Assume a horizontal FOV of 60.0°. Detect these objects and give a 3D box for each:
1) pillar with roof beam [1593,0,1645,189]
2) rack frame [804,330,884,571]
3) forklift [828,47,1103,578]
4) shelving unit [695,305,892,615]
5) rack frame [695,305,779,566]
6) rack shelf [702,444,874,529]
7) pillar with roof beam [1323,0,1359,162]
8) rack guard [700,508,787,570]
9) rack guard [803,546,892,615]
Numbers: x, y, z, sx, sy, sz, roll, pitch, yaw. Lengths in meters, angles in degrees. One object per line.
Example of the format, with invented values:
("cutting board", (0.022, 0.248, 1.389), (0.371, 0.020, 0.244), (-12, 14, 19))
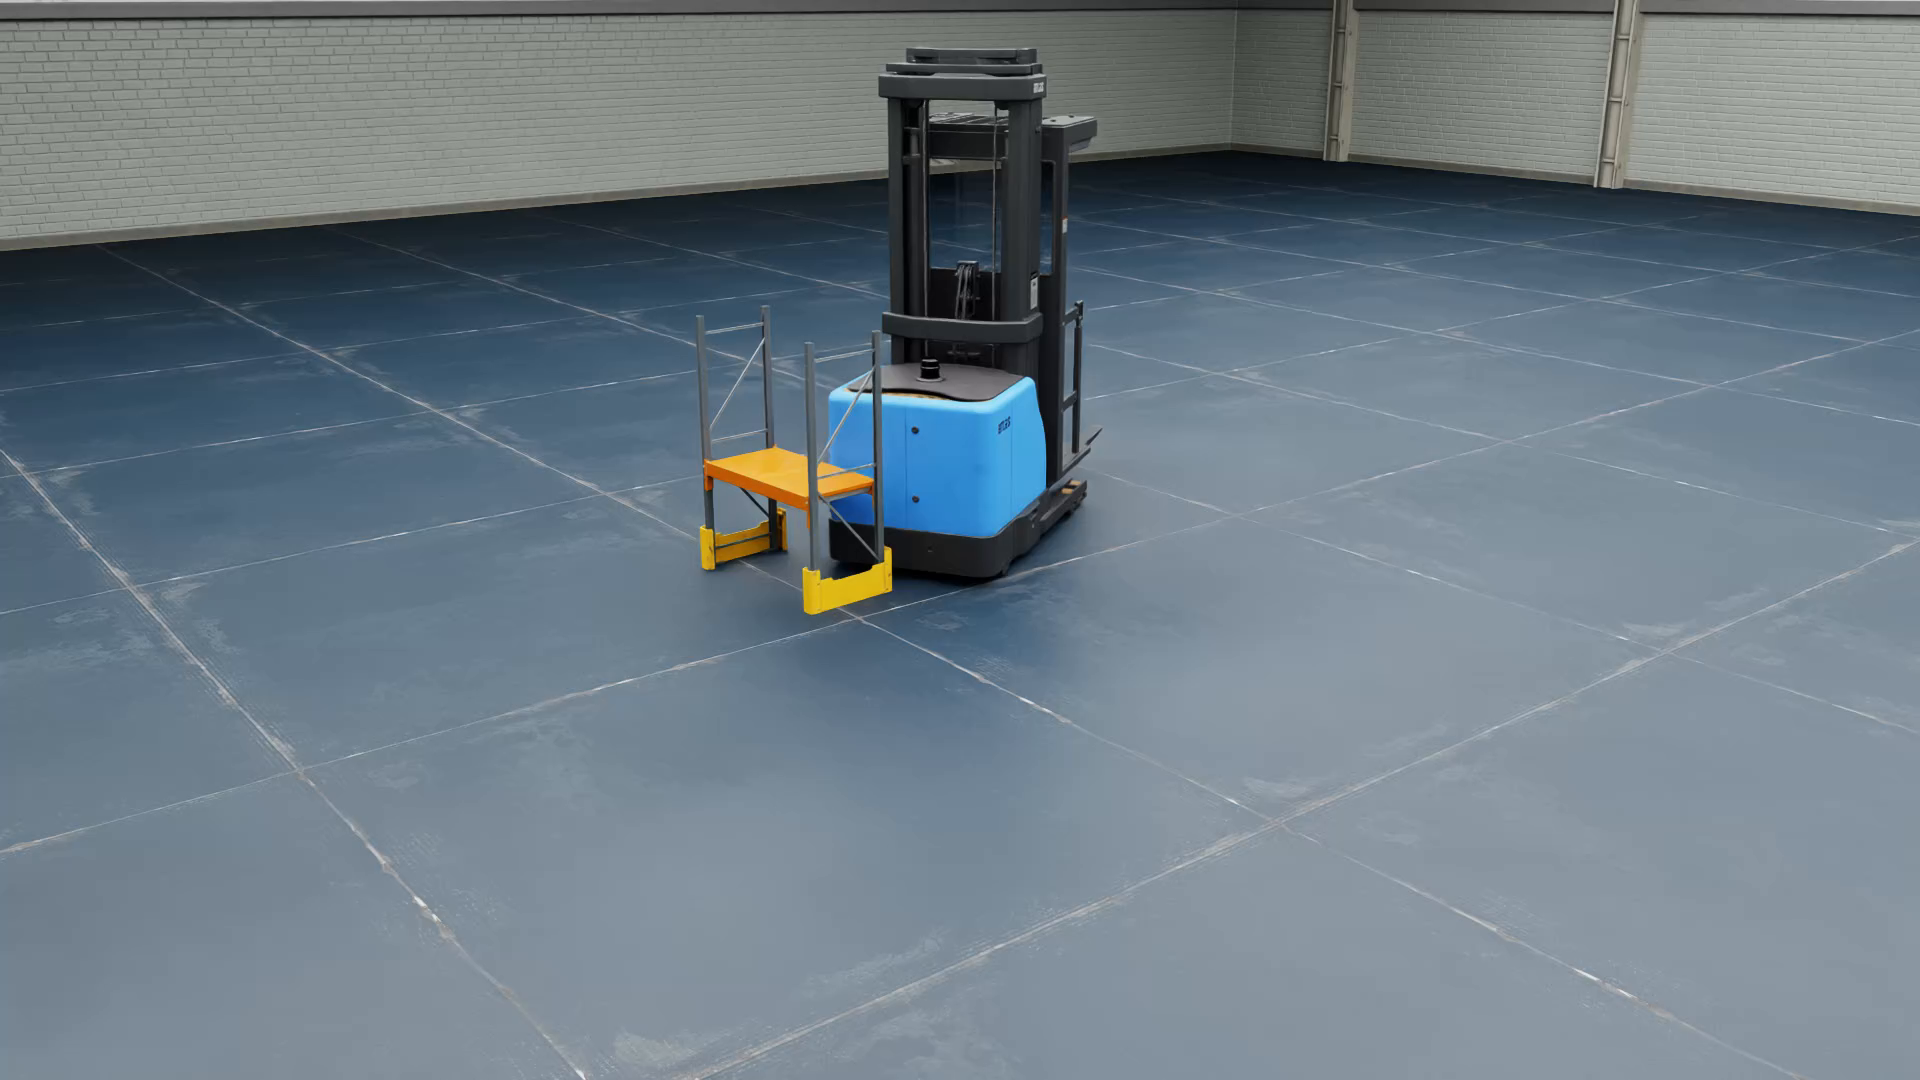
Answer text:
("pillar with roof beam", (7.875, -9.552, 24.895), (9.100, 9.000, 0.400), (-14, 23, -36))
("rack frame", (-0.623, -0.371, 9.096), (0.500, 1.500, 0.032), (-16, 24, -40))
("forklift", (0.207, -1.602, 10.539), (1.130, 2.935, 3.031), (7, 19, 19))
("shelving unit", (-0.960, -0.487, 9.446), (0.587, 1.500, 1.083), (-16, 24, -40))
("rack frame", (-1.308, -0.607, 9.810), (0.500, 1.500, 0.032), (-16, 24, -40))
("rack shelf", (-0.966, -0.318, 9.509), (0.538, 0.185, 1.000), (-16, 24, -40))
("pillar with roof beam", (4.149, -11.031, 29.360), (9.100, 9.000, 0.400), (-14, 23, -36))
("rack guard", (-1.295, -0.009, 9.993), (0.587, 0.250, 0.087), (-16, 24, -40))
("rack guard", (-0.624, 0.222, 9.293), (0.587, 0.250, 0.087), (-16, 24, -40))
